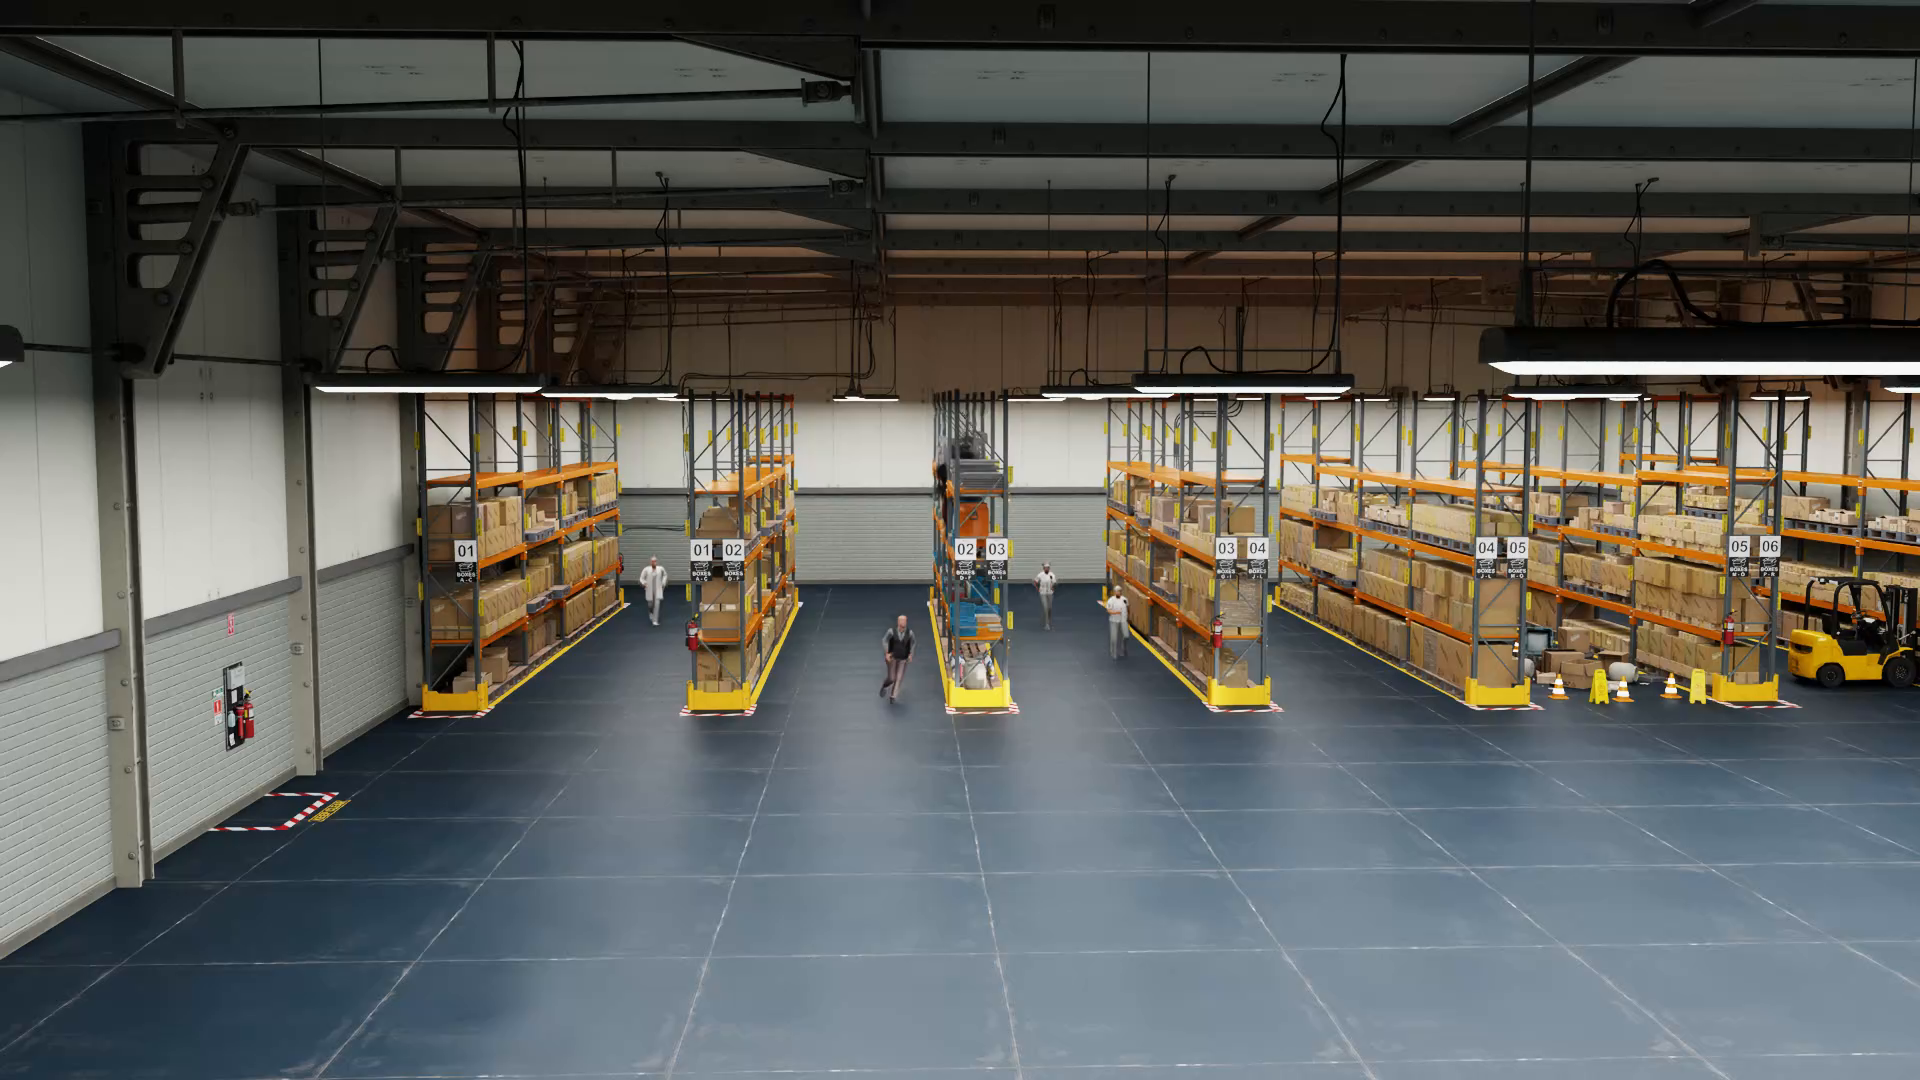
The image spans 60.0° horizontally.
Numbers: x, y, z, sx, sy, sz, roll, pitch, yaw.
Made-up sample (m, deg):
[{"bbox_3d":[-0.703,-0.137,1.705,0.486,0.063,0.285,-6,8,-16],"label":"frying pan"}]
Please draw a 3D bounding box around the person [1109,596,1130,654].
[{"bbox_3d":[3.574,1.921,37.391,0.451,1.326,0.579,-1,5,-10],"label":"person"}]

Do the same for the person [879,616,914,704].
[{"bbox_3d":[-1.207,2.283,32.030,0.643,1.671,0.600,-1,5,-14],"label":"person"}]

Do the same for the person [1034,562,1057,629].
[{"bbox_3d":[2.207,1.404,42.690,0.582,1.703,0.752,-1,5,-8],"label":"person"}]

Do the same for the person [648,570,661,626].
[{"bbox_3d":[-7.955,1.448,43.252,0.620,1.520,0.954,-1,5,-12],"label":"person"}]
